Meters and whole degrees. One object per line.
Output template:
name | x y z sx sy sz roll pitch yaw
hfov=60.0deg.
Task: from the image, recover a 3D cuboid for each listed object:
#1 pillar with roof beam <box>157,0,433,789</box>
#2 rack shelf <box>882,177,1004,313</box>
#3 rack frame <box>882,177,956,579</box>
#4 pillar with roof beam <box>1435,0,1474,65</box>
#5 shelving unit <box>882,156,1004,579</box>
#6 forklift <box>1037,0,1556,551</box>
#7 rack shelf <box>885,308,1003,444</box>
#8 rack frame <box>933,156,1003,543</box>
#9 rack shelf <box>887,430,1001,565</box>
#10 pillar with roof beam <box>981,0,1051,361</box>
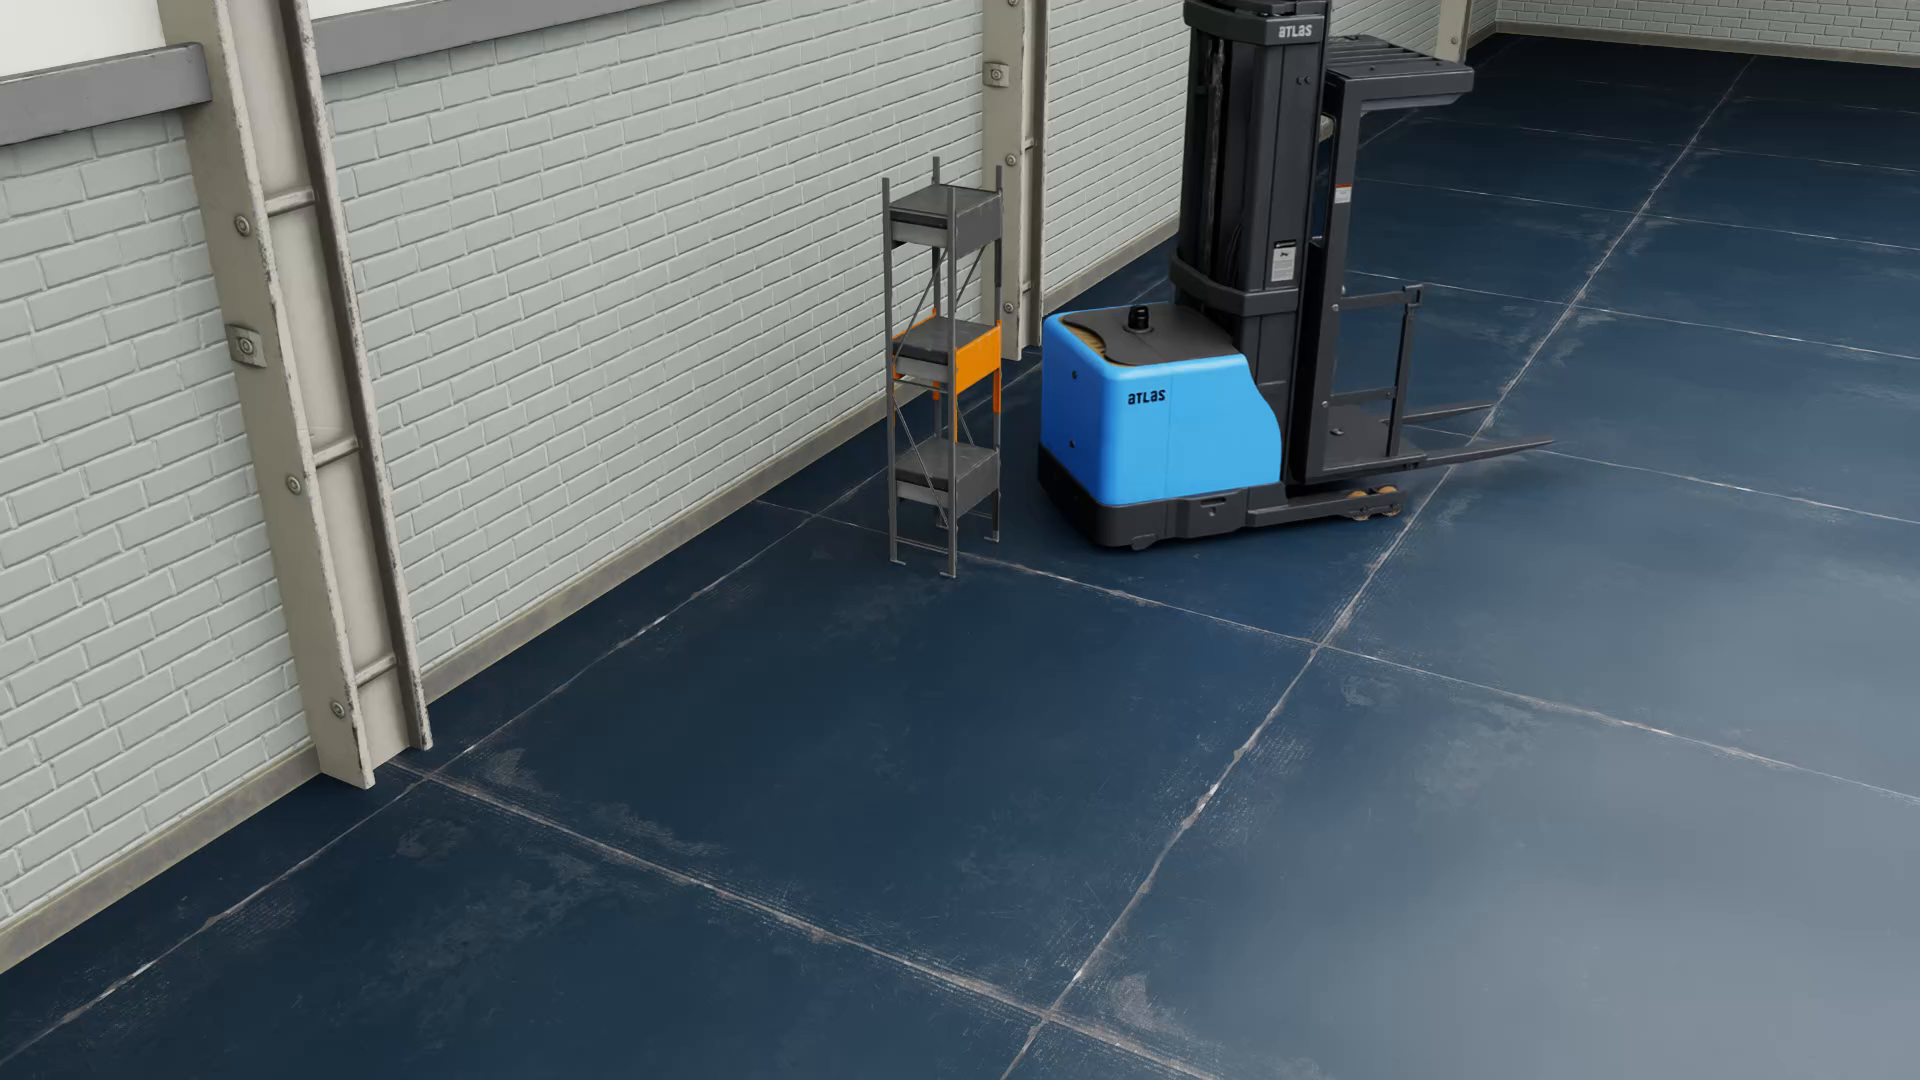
pillar with roof beam | 1.170 -2.118 3.429 9.100 9.000 0.400 14 30 26
rack shelf | -0.081 -1.488 8.344 0.431 0.518 0.480 14 30 26
rack frame | -0.201 -0.779 8.461 0.400 2.100 0.015 14 30 26
pillar with roof beam | 10.025 -9.133 17.442 9.100 9.000 0.400 14 30 26
shelving unit | -0.081 -0.874 8.651 0.431 2.100 0.503 14 30 26
forklift | 2.030 -1.635 9.241 3.031 2.935 1.130 -9 28 -17
rack shelf | -0.081 -0.862 8.657 0.431 0.518 0.480 14 30 26
rack frame | 0.039 -0.970 8.841 0.400 2.100 0.015 14 30 26
rack shelf | -0.081 -0.236 8.971 0.431 0.518 0.480 14 30 26
pillar with roof beam | 4.121 -4.457 8.100 9.100 9.000 0.400 14 30 26
